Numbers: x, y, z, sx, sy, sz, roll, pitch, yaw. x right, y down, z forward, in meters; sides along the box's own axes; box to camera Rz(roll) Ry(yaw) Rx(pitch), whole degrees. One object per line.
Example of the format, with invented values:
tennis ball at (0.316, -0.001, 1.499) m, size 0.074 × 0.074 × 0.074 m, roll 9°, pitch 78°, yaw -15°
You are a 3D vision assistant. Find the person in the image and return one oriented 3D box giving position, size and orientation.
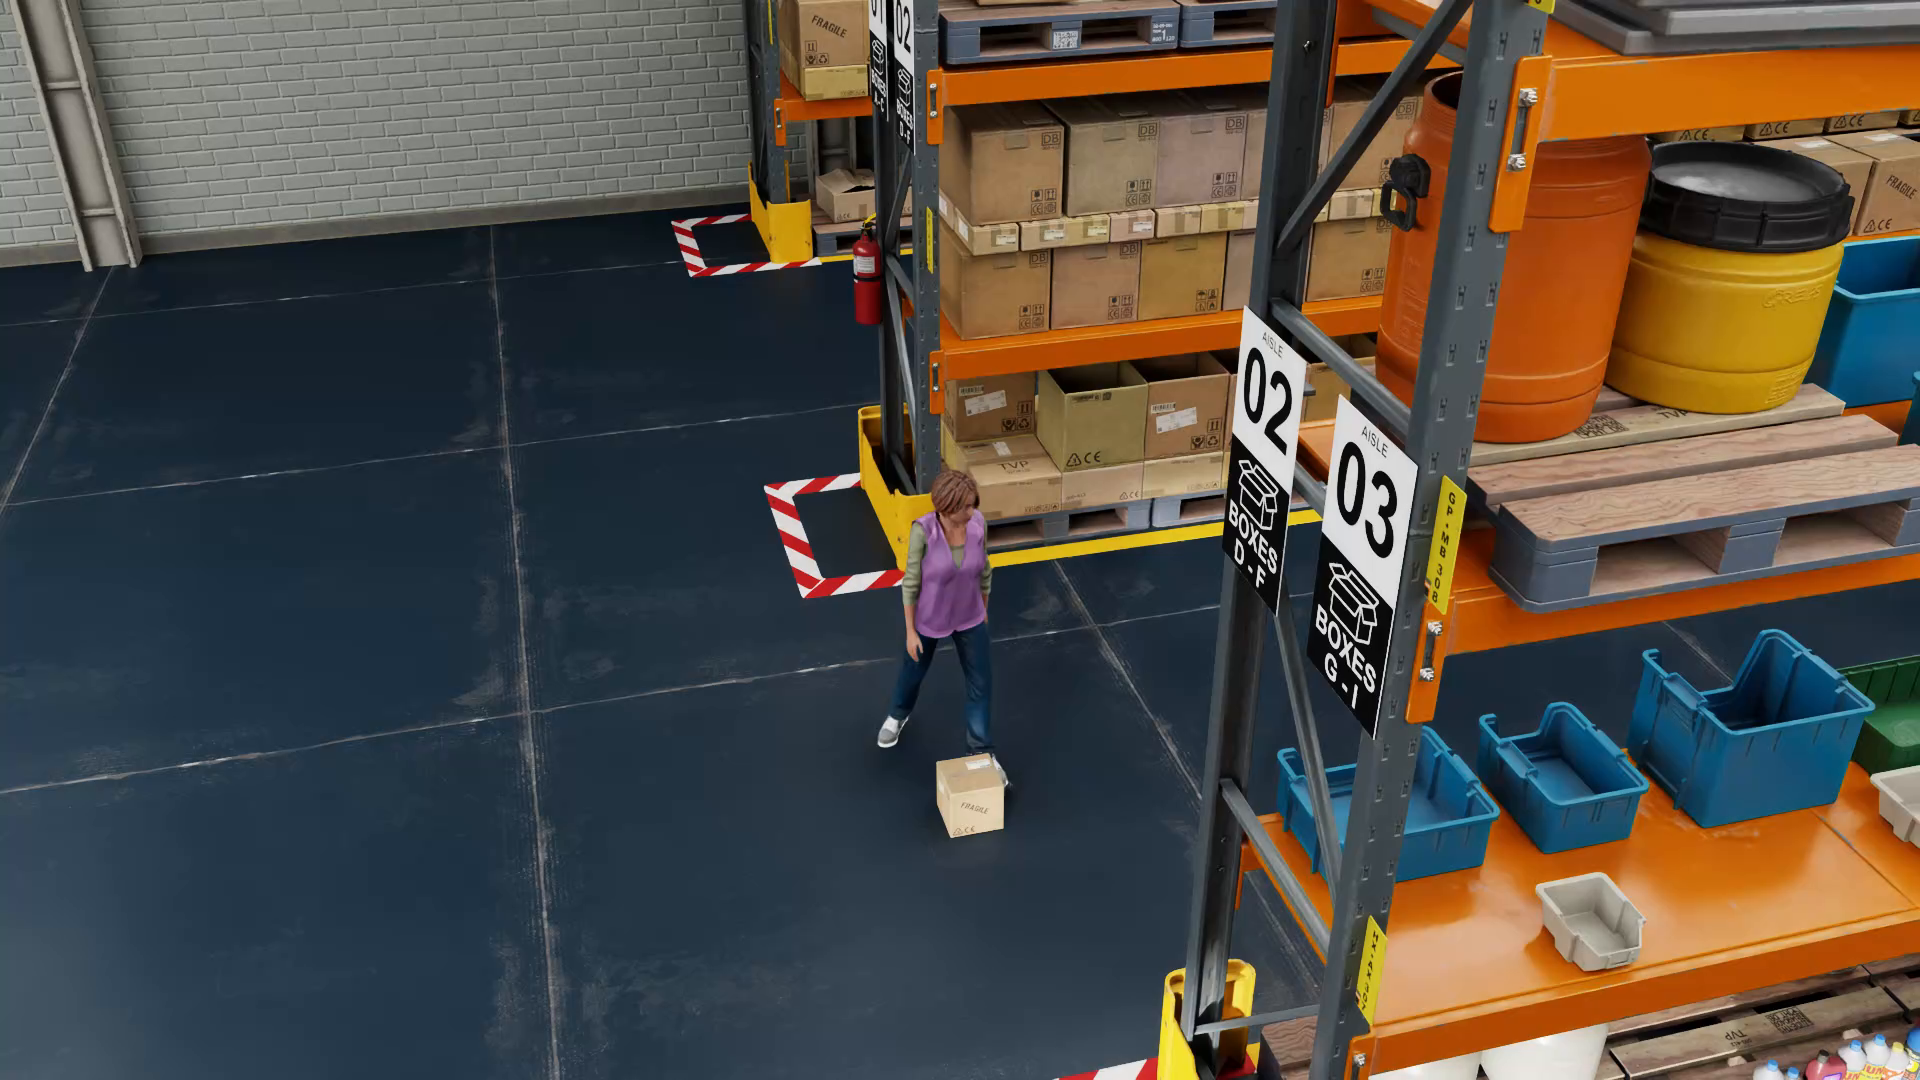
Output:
person at (-0.101, 0.368, 7.624) m, size 0.528 × 1.572 × 0.681 m, roll -9°, pitch 32°, yaw -15°
